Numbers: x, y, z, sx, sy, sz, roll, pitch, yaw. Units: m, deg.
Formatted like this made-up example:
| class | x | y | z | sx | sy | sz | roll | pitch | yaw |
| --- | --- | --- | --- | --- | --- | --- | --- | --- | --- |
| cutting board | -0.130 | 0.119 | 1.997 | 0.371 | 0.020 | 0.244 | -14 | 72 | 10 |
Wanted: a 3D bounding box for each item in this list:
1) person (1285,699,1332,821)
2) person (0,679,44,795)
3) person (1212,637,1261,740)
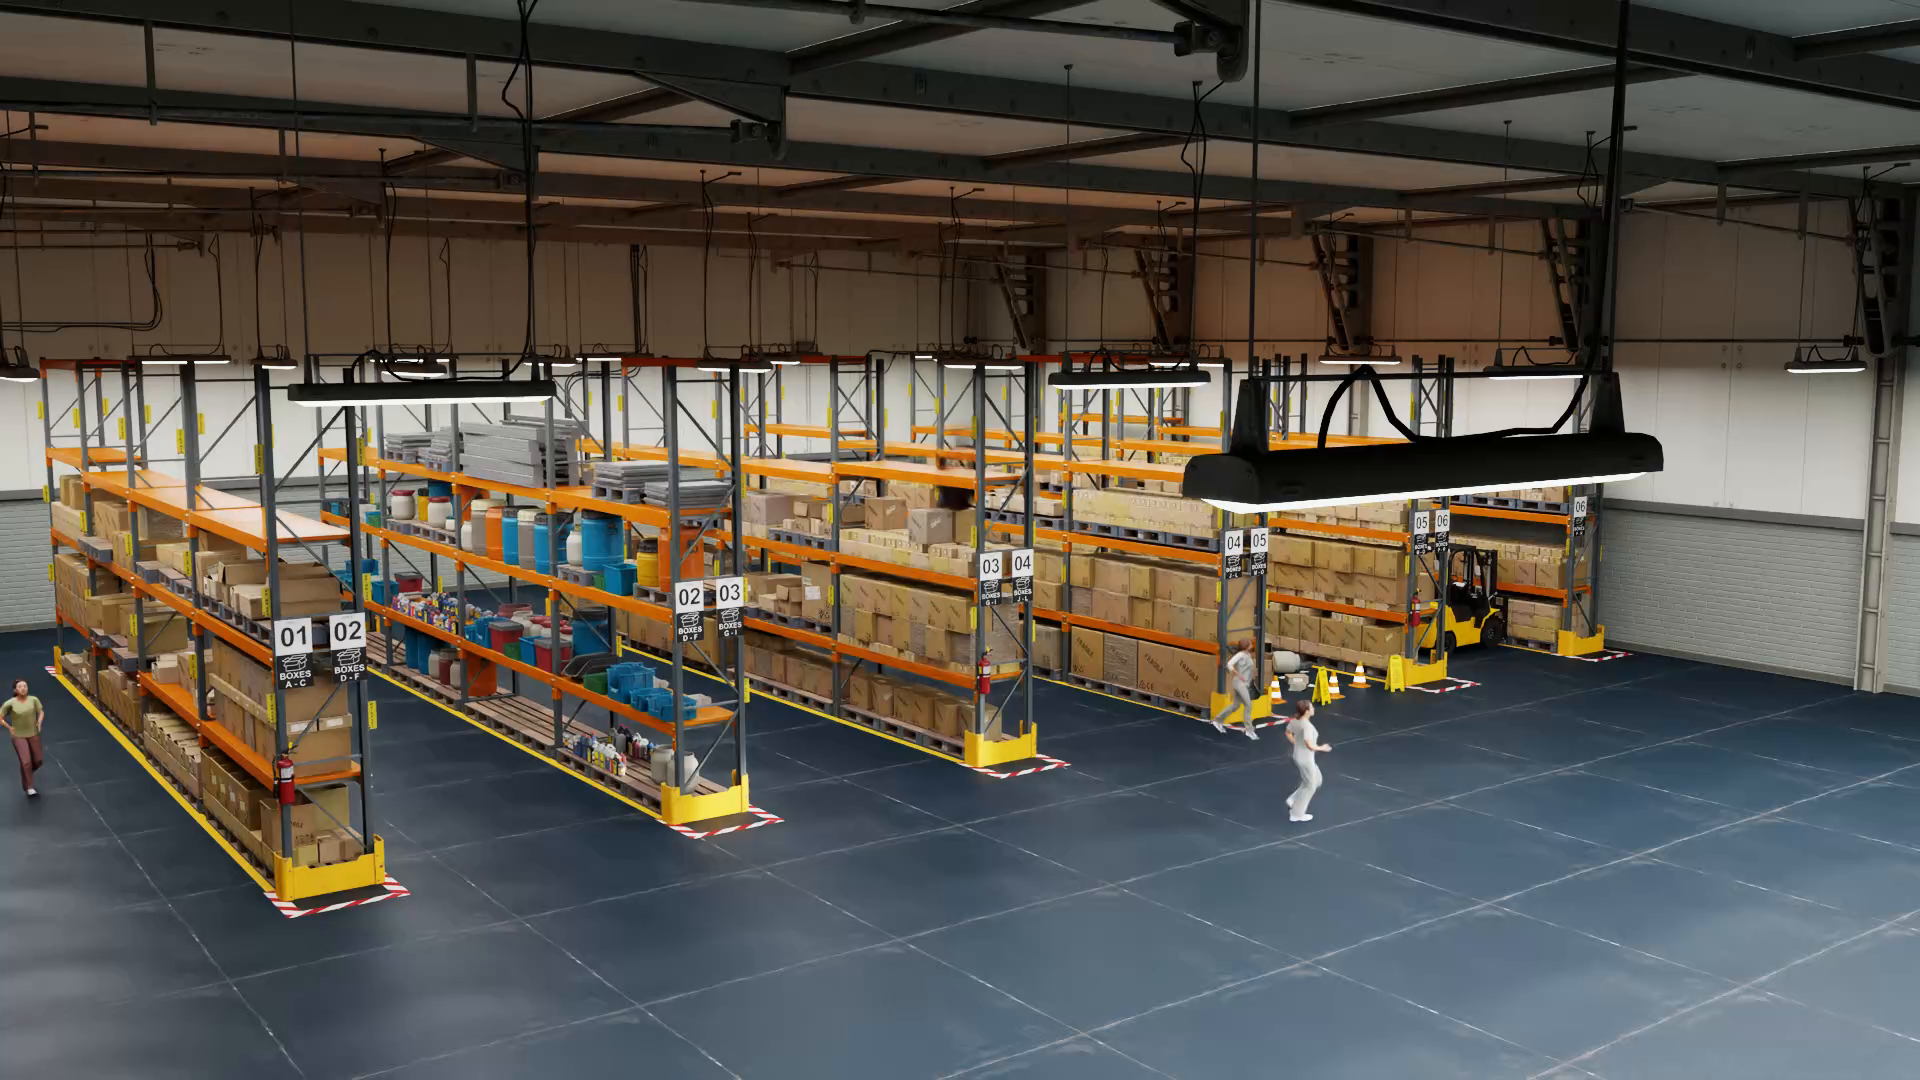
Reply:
| class | x | y | z | sx | sy | sz | roll | pitch | yaw |
| --- | --- | --- | --- | --- | --- | --- | --- | --- | --- |
| person | 4.597 | 2.895 | 21.924 | 0.530 | 1.630 | 0.575 | -1 | 7 | -8 |
| person | -13.108 | 2.736 | 23.271 | 0.580 | 1.619 | 0.609 | -7 | 9 | -44 |
| person | 4.476 | 2.360 | 26.677 | 0.796 | 1.613 | 0.544 | 3 | 7 | 20 |
